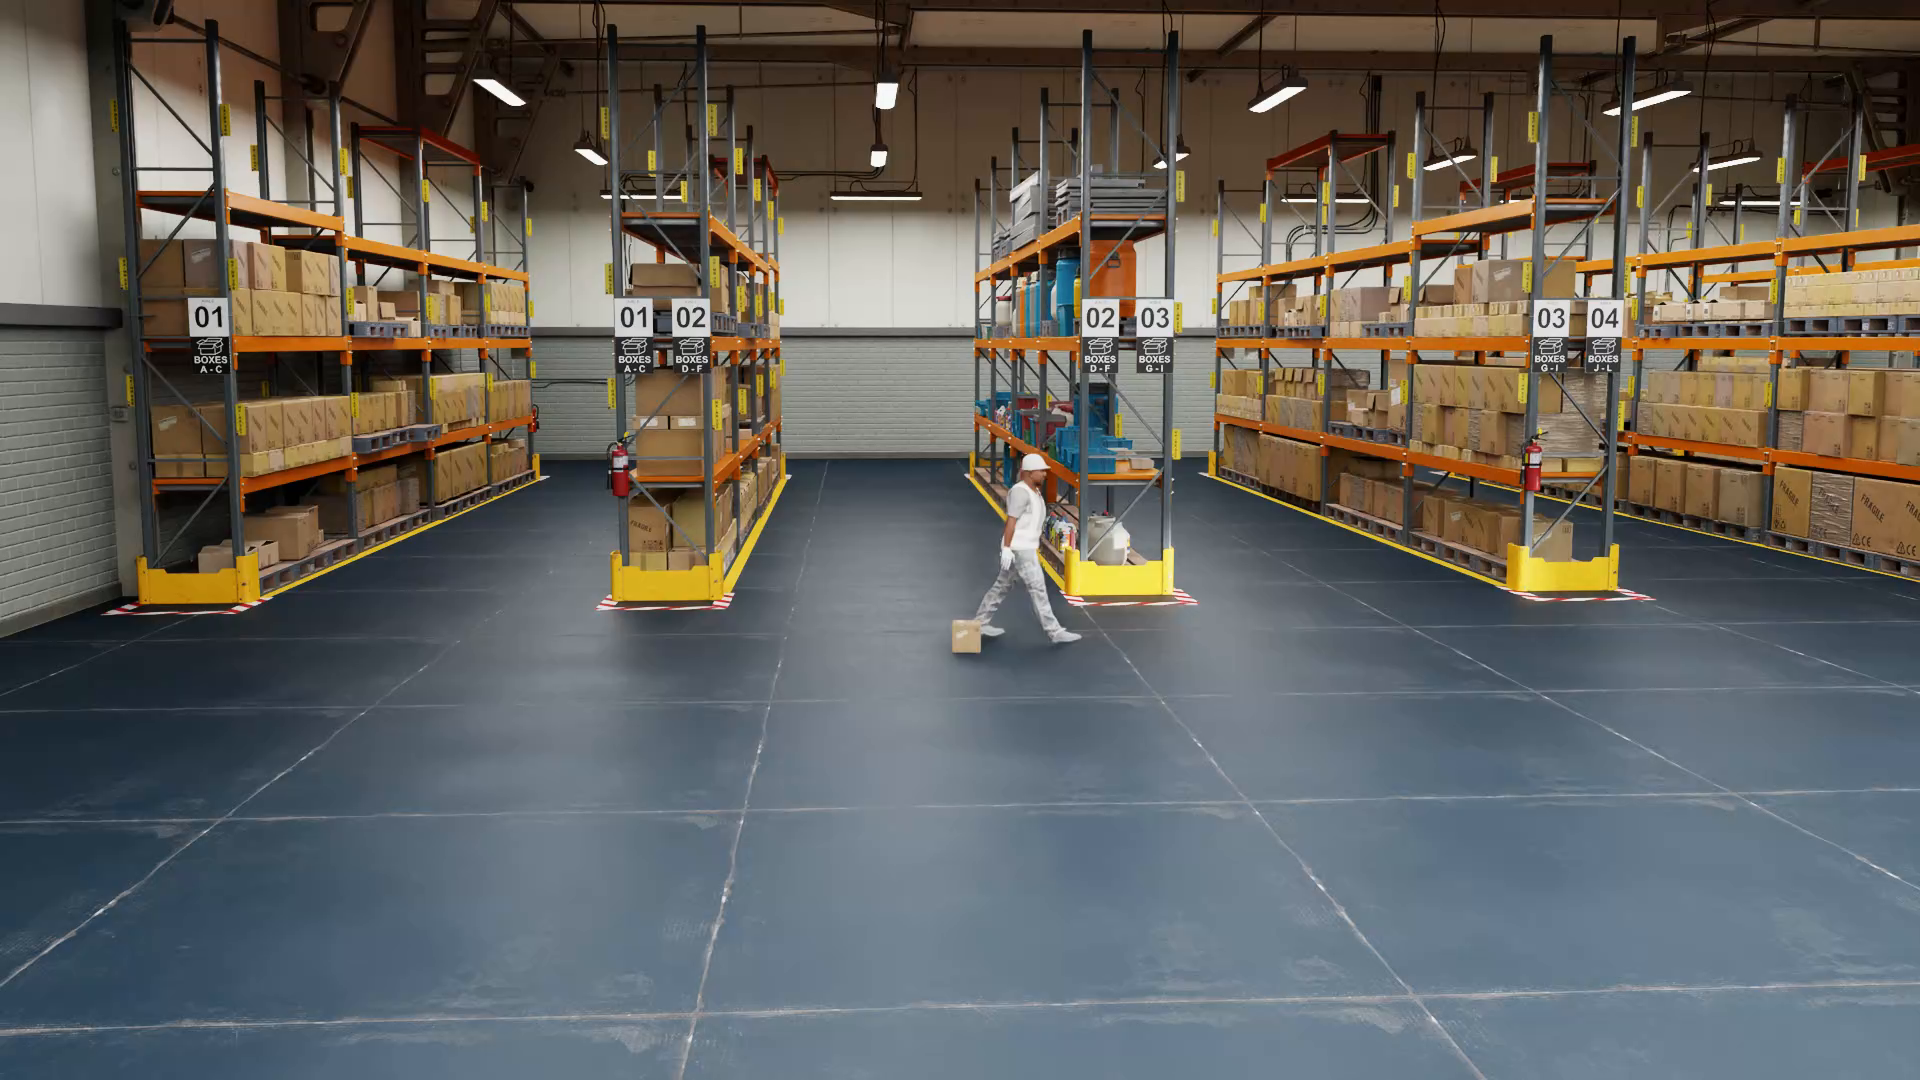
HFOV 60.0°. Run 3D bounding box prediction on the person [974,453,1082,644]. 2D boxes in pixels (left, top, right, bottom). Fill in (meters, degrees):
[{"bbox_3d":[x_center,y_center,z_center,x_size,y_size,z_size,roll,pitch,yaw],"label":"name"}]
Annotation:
[{"bbox_3d":[0.621,0.066,15.190,1.072,1.713,0.581,2,7,13],"label":"person"}]
